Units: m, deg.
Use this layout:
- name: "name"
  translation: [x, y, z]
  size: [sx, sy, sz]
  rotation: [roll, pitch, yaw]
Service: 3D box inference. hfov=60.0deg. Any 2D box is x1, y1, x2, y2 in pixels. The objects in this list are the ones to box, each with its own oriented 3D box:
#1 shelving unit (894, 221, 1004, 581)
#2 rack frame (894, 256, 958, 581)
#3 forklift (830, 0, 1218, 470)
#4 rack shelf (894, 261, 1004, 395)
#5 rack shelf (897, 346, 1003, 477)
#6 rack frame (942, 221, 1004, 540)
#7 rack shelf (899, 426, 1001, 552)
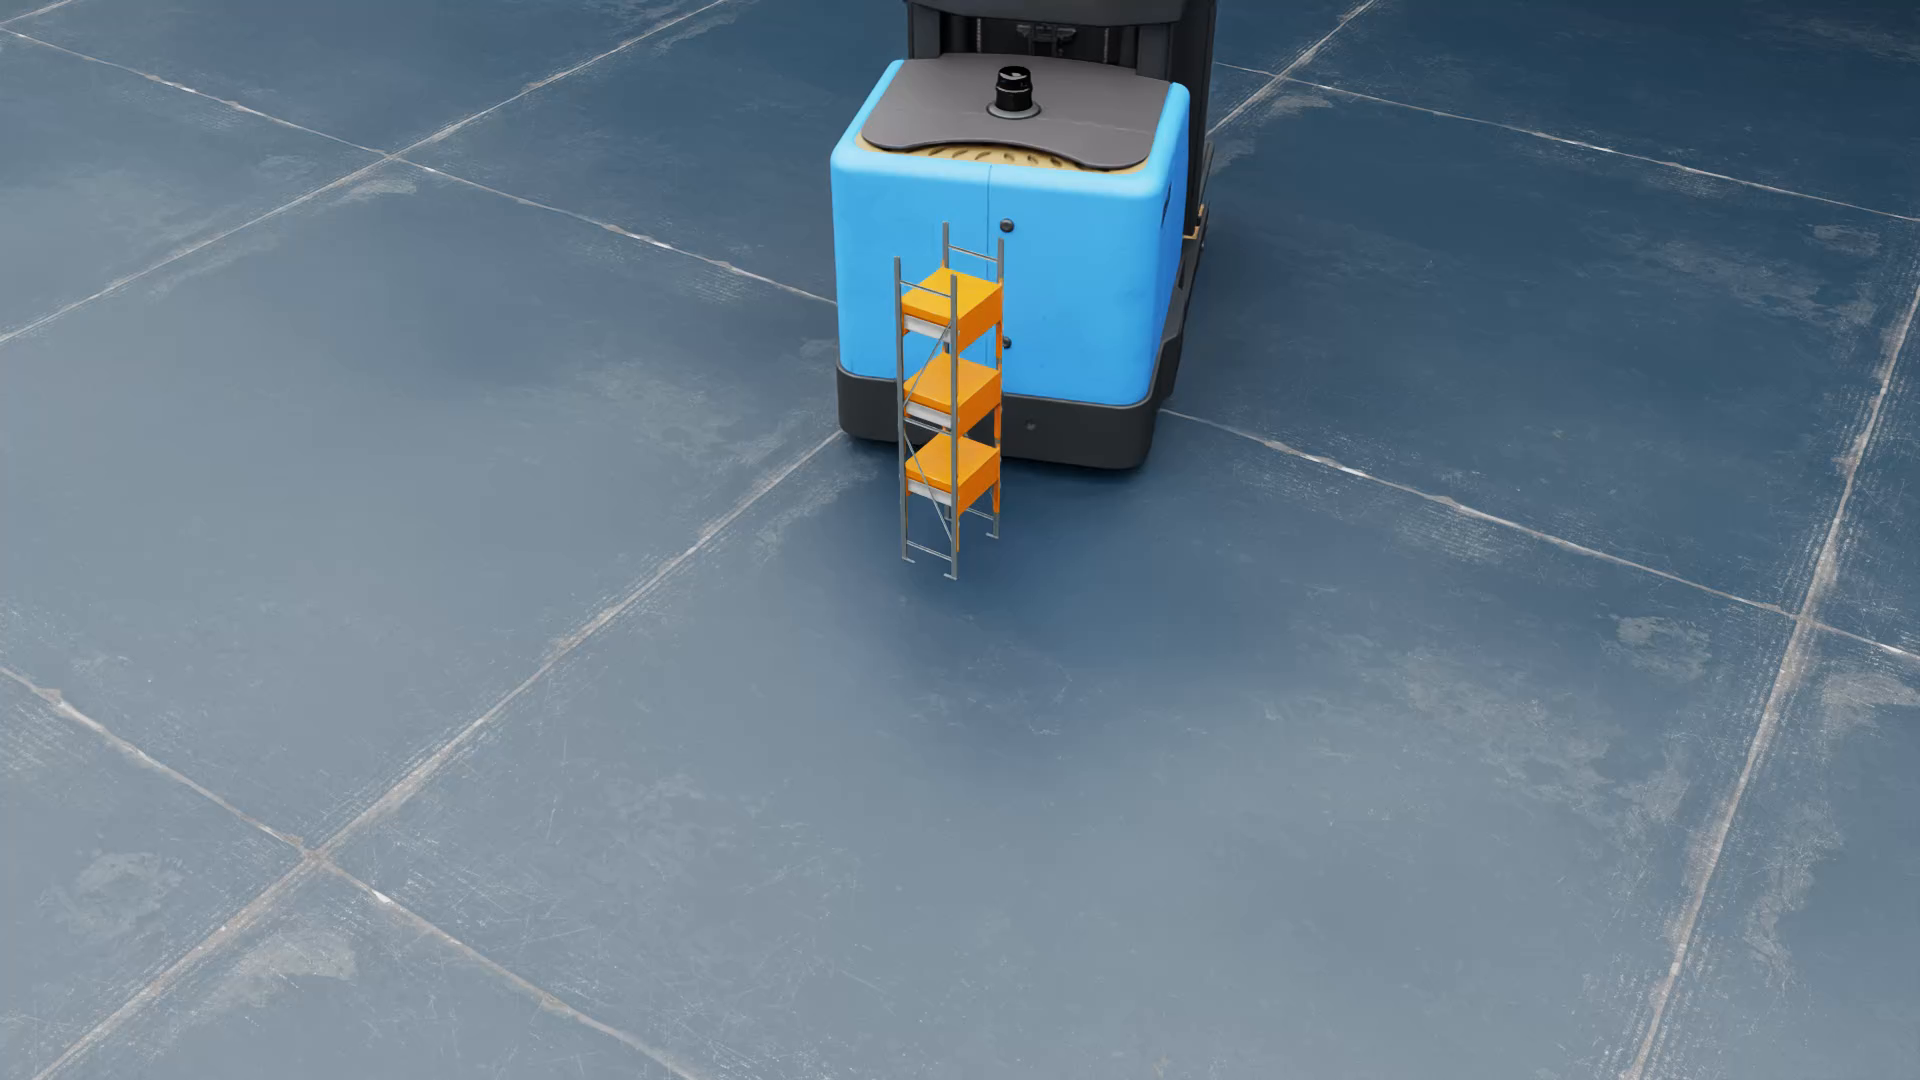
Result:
- name: "shelving unit"
  translation: [-0.029, -0.388, 4.894]
  size: [0.215, 1.050, 0.252]
  rotation: [21, 42, 25]
- name: "rack frame"
  translation: [-0.094, -0.325, 4.812]
  size: [0.200, 1.050, 0.008]
  rotation: [21, 42, 25]
- name: "forklift"
  translation: [0.406, -2.292, 5.823]
  size: [1.130, 2.935, 3.031]
  rotation: [8, 38, 10]
- name: "rack shelf"
  translation: [-0.029, -0.605, 4.727]
  size: [0.215, 0.259, 0.240]
  rotation: [21, 42, 25]
- name: "rack shelf"
  translation: [-0.029, -0.380, 4.900]
  size: [0.215, 0.259, 0.240]
  rotation: [21, 42, 25]
- name: "rack frame"
  translation: [0.037, -0.451, 4.975]
  size: [0.200, 1.050, 0.008]
  rotation: [21, 42, 25]
- name: "rack shelf"
  translation: [-0.029, -0.160, 5.070]
  size: [0.215, 0.259, 0.240]
  rotation: [21, 42, 25]
